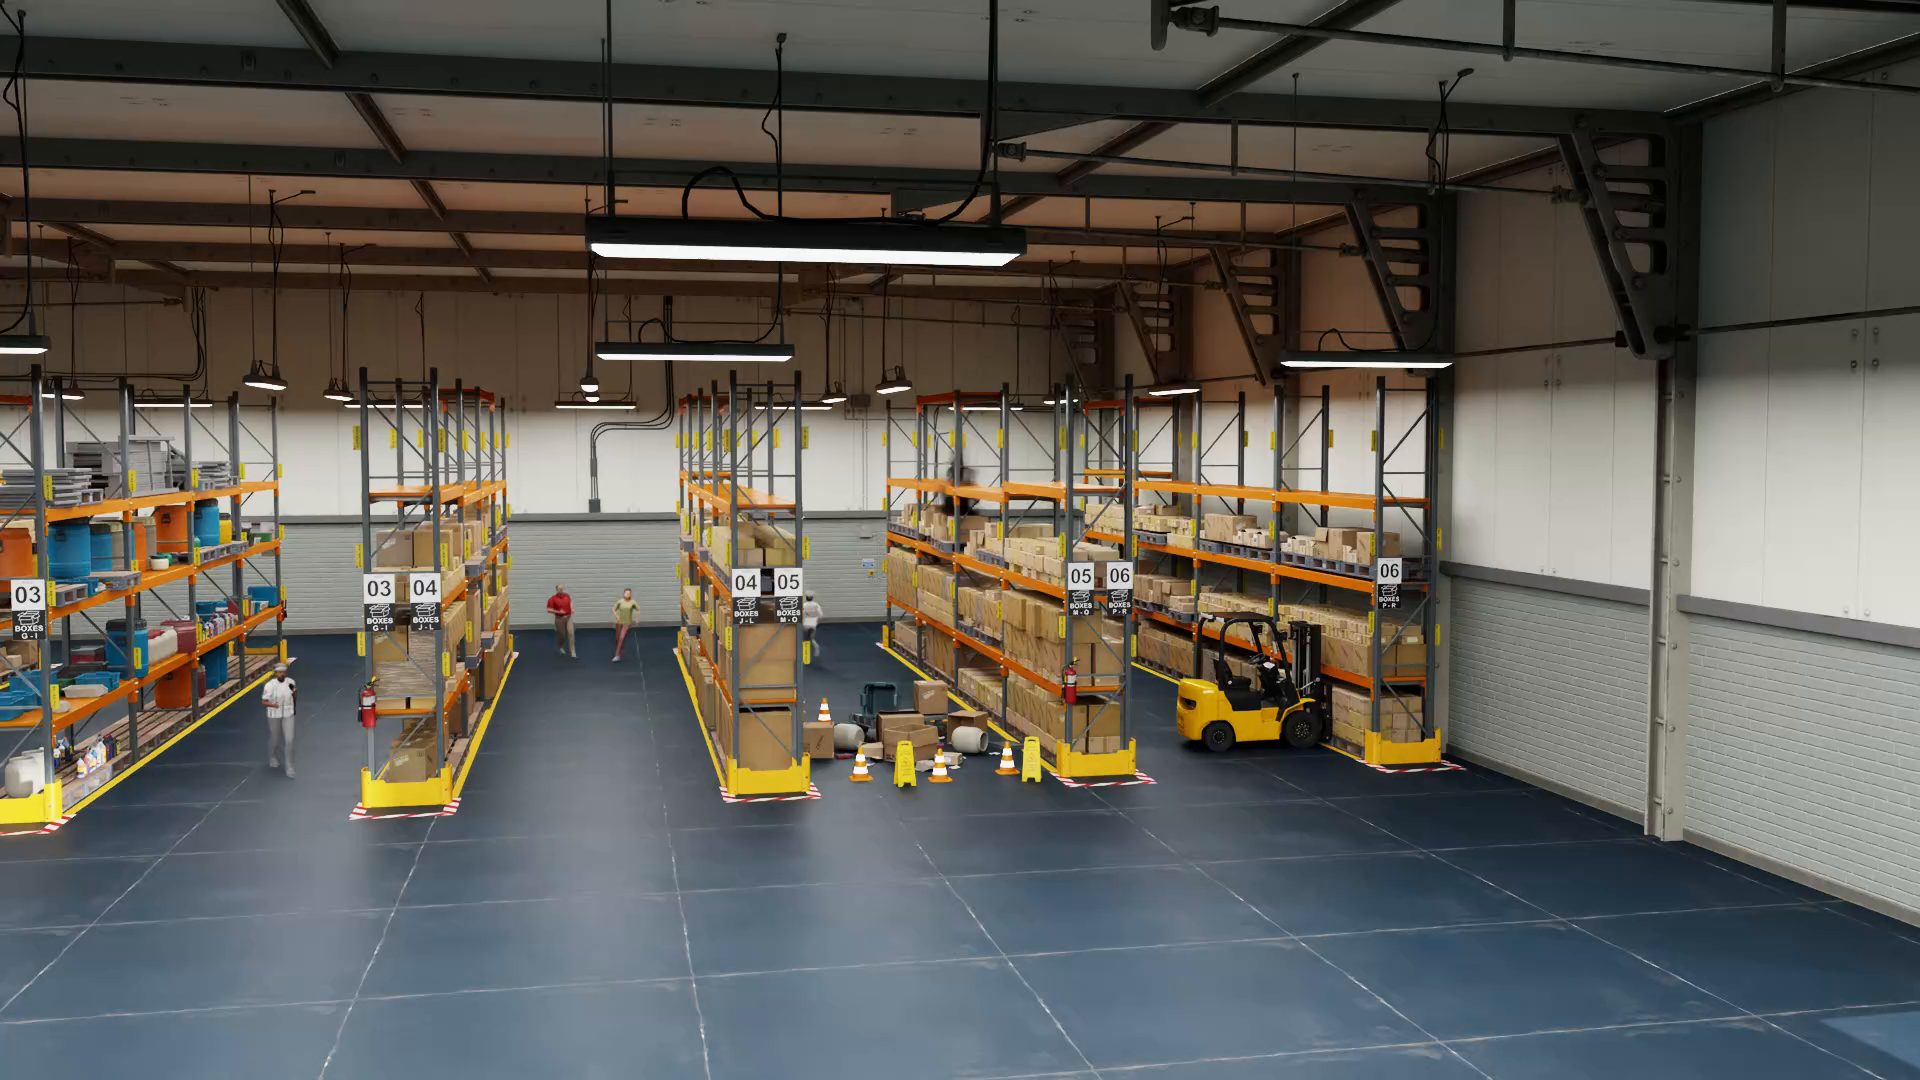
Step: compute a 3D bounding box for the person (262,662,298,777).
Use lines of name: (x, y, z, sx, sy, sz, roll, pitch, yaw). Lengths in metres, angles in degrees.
person: (-10.218, 2.664, 25.009, 0.549, 1.692, 0.924, -2, 4, -33)

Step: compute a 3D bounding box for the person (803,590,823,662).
person: (-3.394, 1.951, 37.481, 0.613, 1.653, 0.642, -1, 4, -23)

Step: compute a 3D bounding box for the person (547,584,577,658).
person: (-9.215, 1.871, 38.444, 0.692, 1.687, 0.929, -3, 4, -37)

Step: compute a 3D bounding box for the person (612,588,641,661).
person: (-7.609, 1.912, 37.873, 0.633, 1.632, 0.892, 0, 3, 0)
